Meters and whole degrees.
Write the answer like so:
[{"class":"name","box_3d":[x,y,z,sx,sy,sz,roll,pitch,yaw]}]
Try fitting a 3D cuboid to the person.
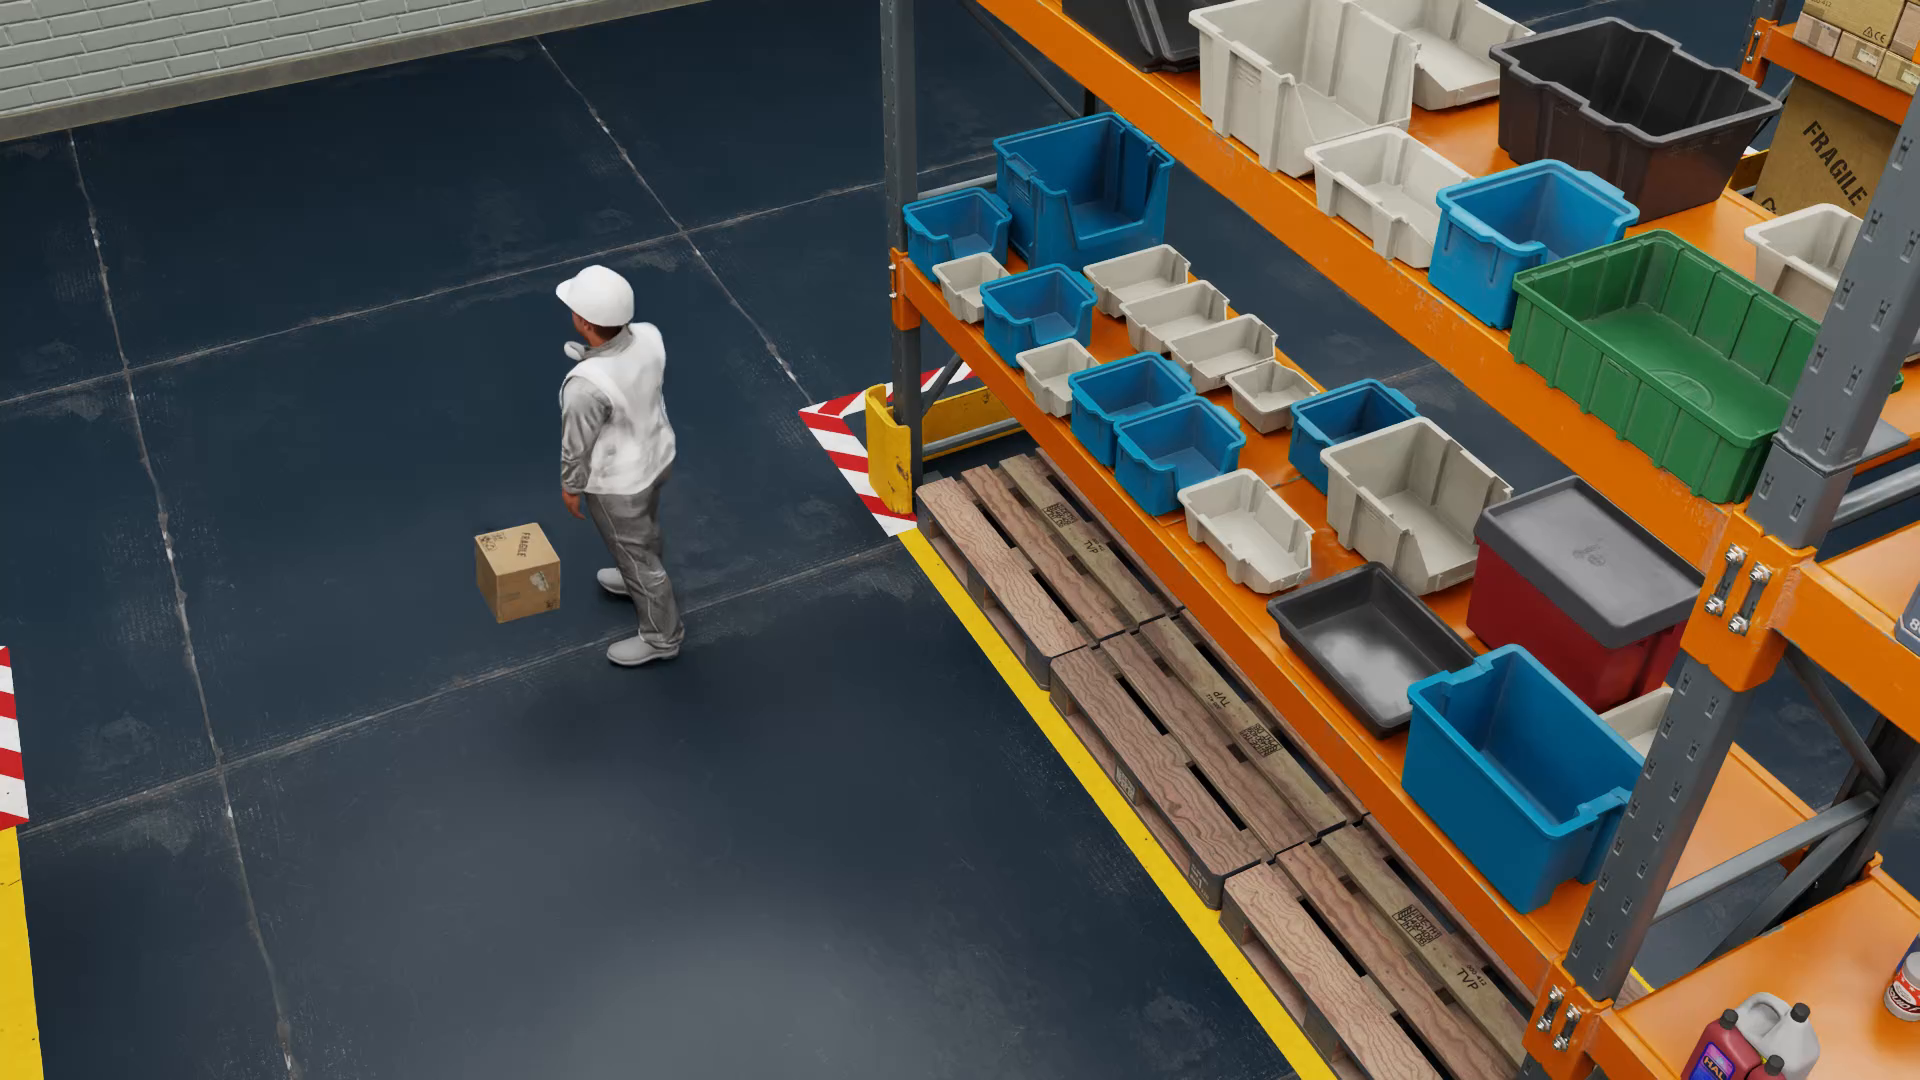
[{"class":"person","box_3d":[-1.375,-0.320,6.488,0.572,1.773,0.614,15,43,17]}]
